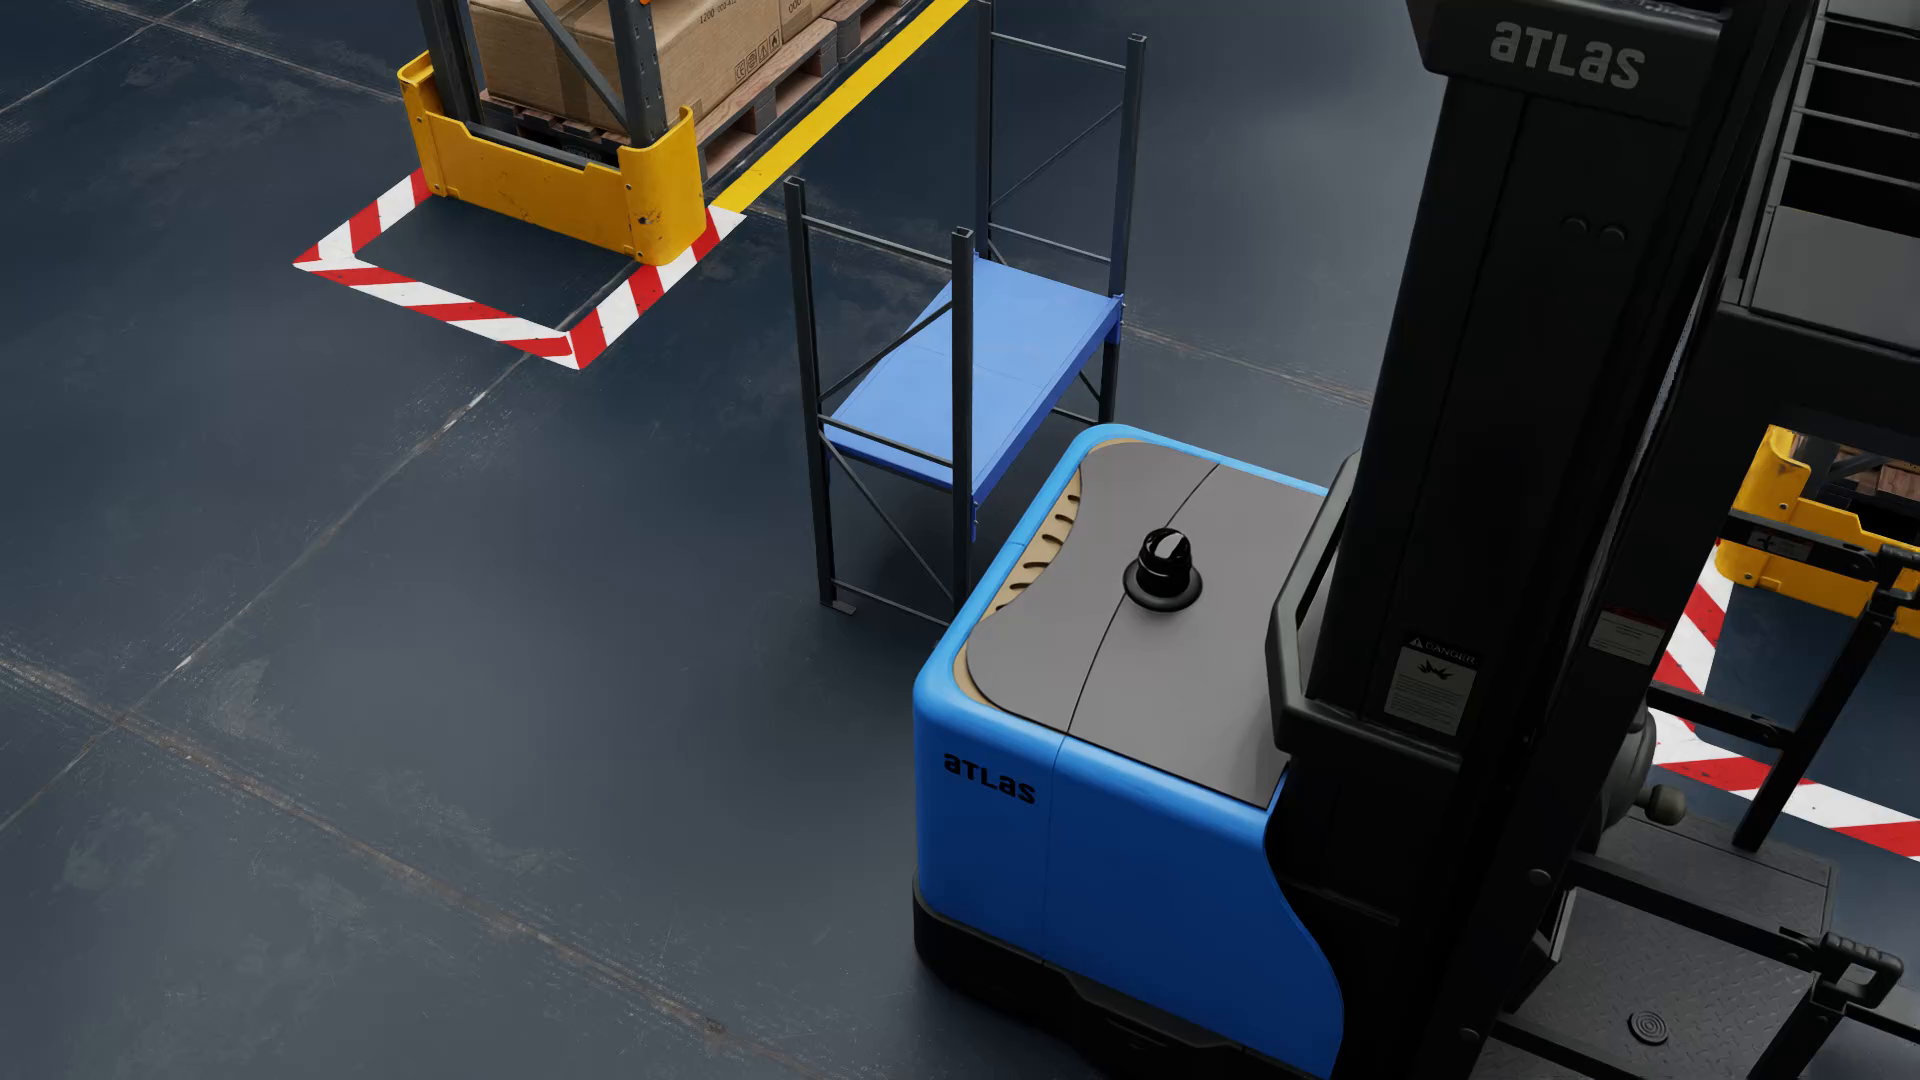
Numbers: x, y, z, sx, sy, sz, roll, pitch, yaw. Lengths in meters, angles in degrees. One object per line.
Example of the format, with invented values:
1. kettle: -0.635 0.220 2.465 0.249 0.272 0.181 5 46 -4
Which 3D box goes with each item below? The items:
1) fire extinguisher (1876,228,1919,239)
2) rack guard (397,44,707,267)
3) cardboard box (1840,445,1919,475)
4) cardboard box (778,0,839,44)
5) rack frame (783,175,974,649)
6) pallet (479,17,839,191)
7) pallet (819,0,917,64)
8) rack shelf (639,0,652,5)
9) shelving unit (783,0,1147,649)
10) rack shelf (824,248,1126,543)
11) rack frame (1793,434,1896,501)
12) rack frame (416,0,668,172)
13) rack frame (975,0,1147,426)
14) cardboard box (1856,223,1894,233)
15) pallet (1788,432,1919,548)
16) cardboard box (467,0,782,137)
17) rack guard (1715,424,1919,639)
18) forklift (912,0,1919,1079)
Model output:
1. fire extinguisher: 2.362 -0.650 4.100 0.296 0.674 0.183 20 49 19
2. rack guard: -1.555 -1.492 6.373 1.175 0.500 0.348 20 49 19
3. cardboard box: 2.947 -0.361 5.207 0.380 0.149 0.250 21 49 20
4. cardboard box: -0.909 -2.660 7.277 0.875 0.438 0.875 22 49 20
5. rack frame: -0.196 -0.261 4.453 0.500 1.500 0.032 20 49 19
6. pallet: -1.242 -1.935 7.014 1.003 0.211 1.213 20 49 19
7. pallet: -0.675 -2.700 7.770 1.003 0.211 1.213 20 49 19
8. rack shelf: -0.615 -3.392 7.000 1.077 0.370 4.000 20 49 19
9. shelving unit: 0.040 -0.581 4.770 0.538 1.500 1.048 20 49 19
10. rack shelf: 0.040 -0.455 4.898 0.538 0.185 1.000 20 49 19
11. rack frame: 2.887 -0.815 3.946 1.000 3.000 0.127 20 49 19
12. rack frame: -1.544 -2.385 5.499 1.000 3.000 0.127 20 49 19
13. rack frame: 0.276 -0.901 5.086 0.500 1.500 0.032 20 49 19
14. cardboard box: 3.084 -0.931 5.352 0.380 0.149 0.250 19 48 18
15. pallet: 3.331 -0.382 5.480 1.003 0.211 1.213 20 49 19
16. cardboard box: -1.326 -2.081 6.704 0.875 0.438 0.875 19 48 18
17. rack guard: 2.923 0.016 4.883 1.175 0.500 0.348 20 49 19
18. forklift: 1.440 0.190 3.001 3.031 2.935 1.130 19 48 18
